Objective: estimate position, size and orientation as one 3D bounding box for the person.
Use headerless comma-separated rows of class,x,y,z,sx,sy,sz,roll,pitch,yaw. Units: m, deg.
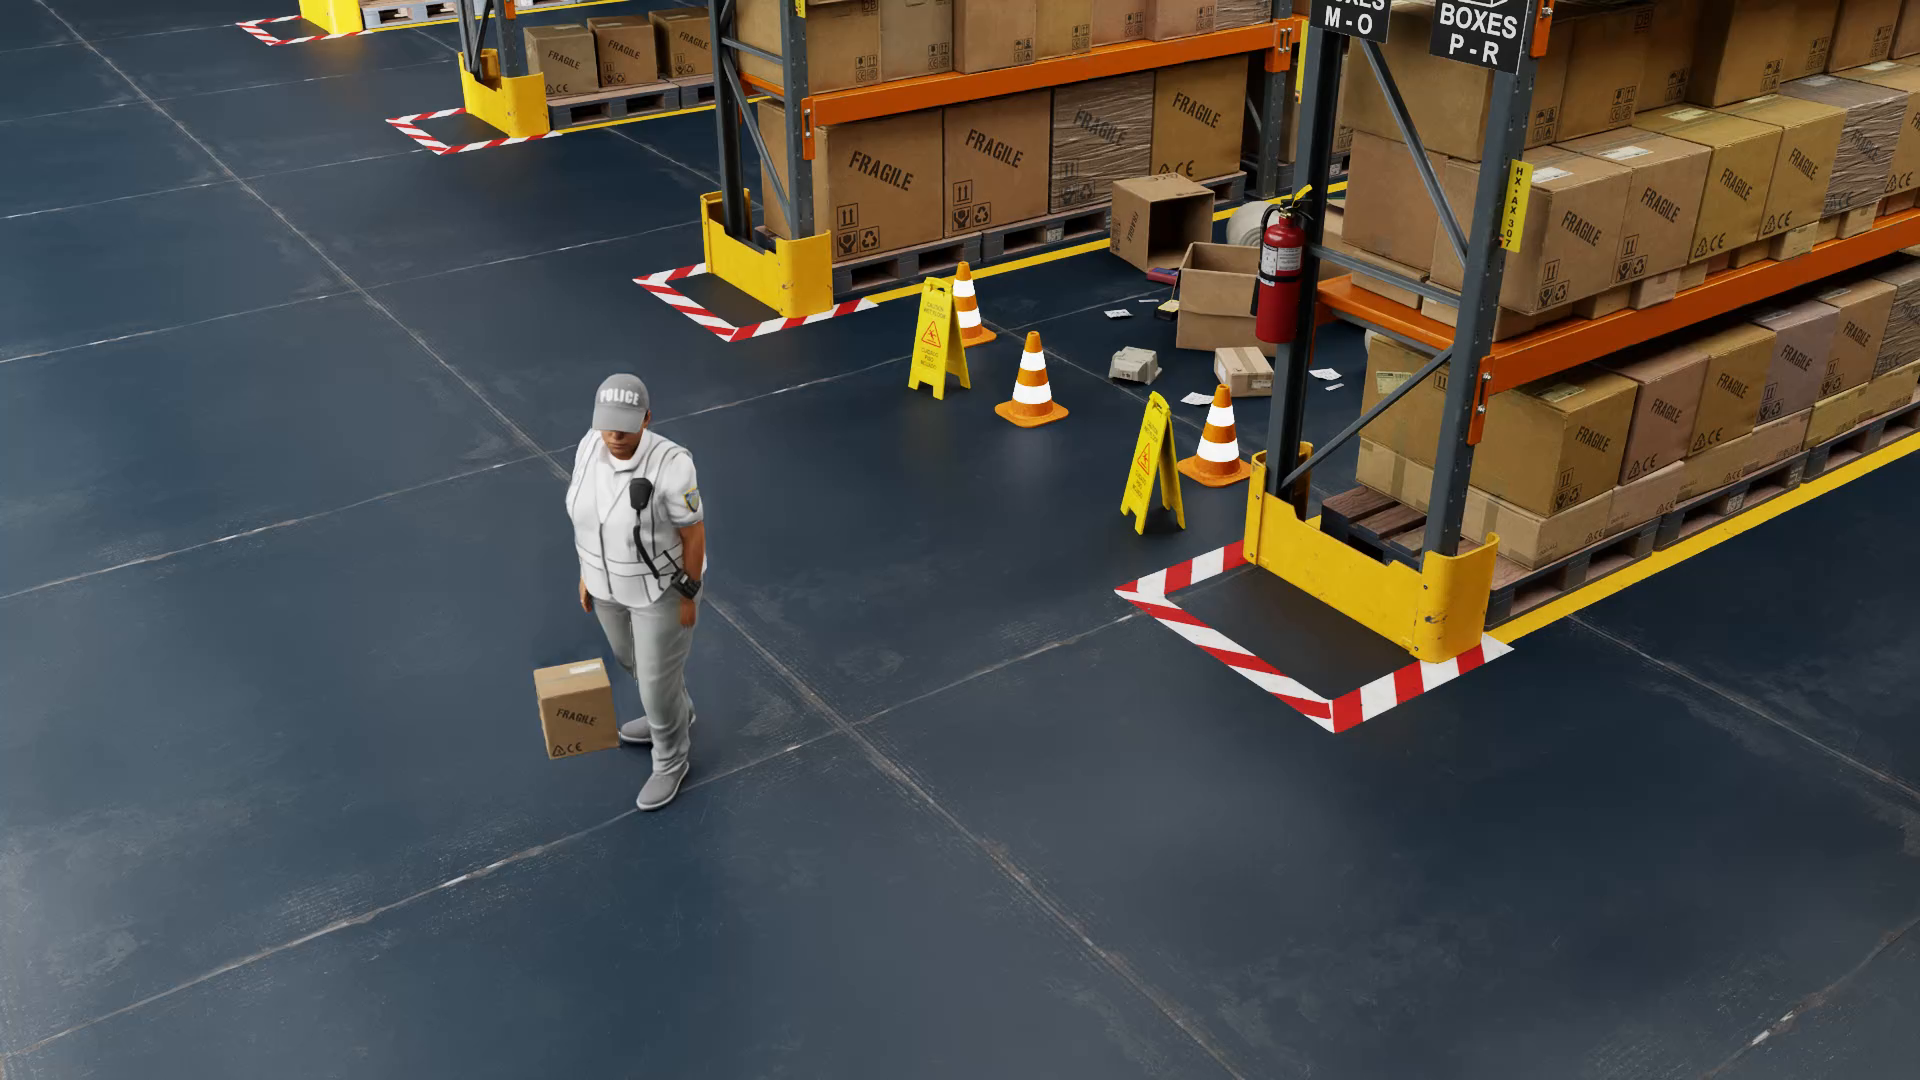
person,-1.101,0.133,5.885,0.531,1.649,0.552,14,32,24
